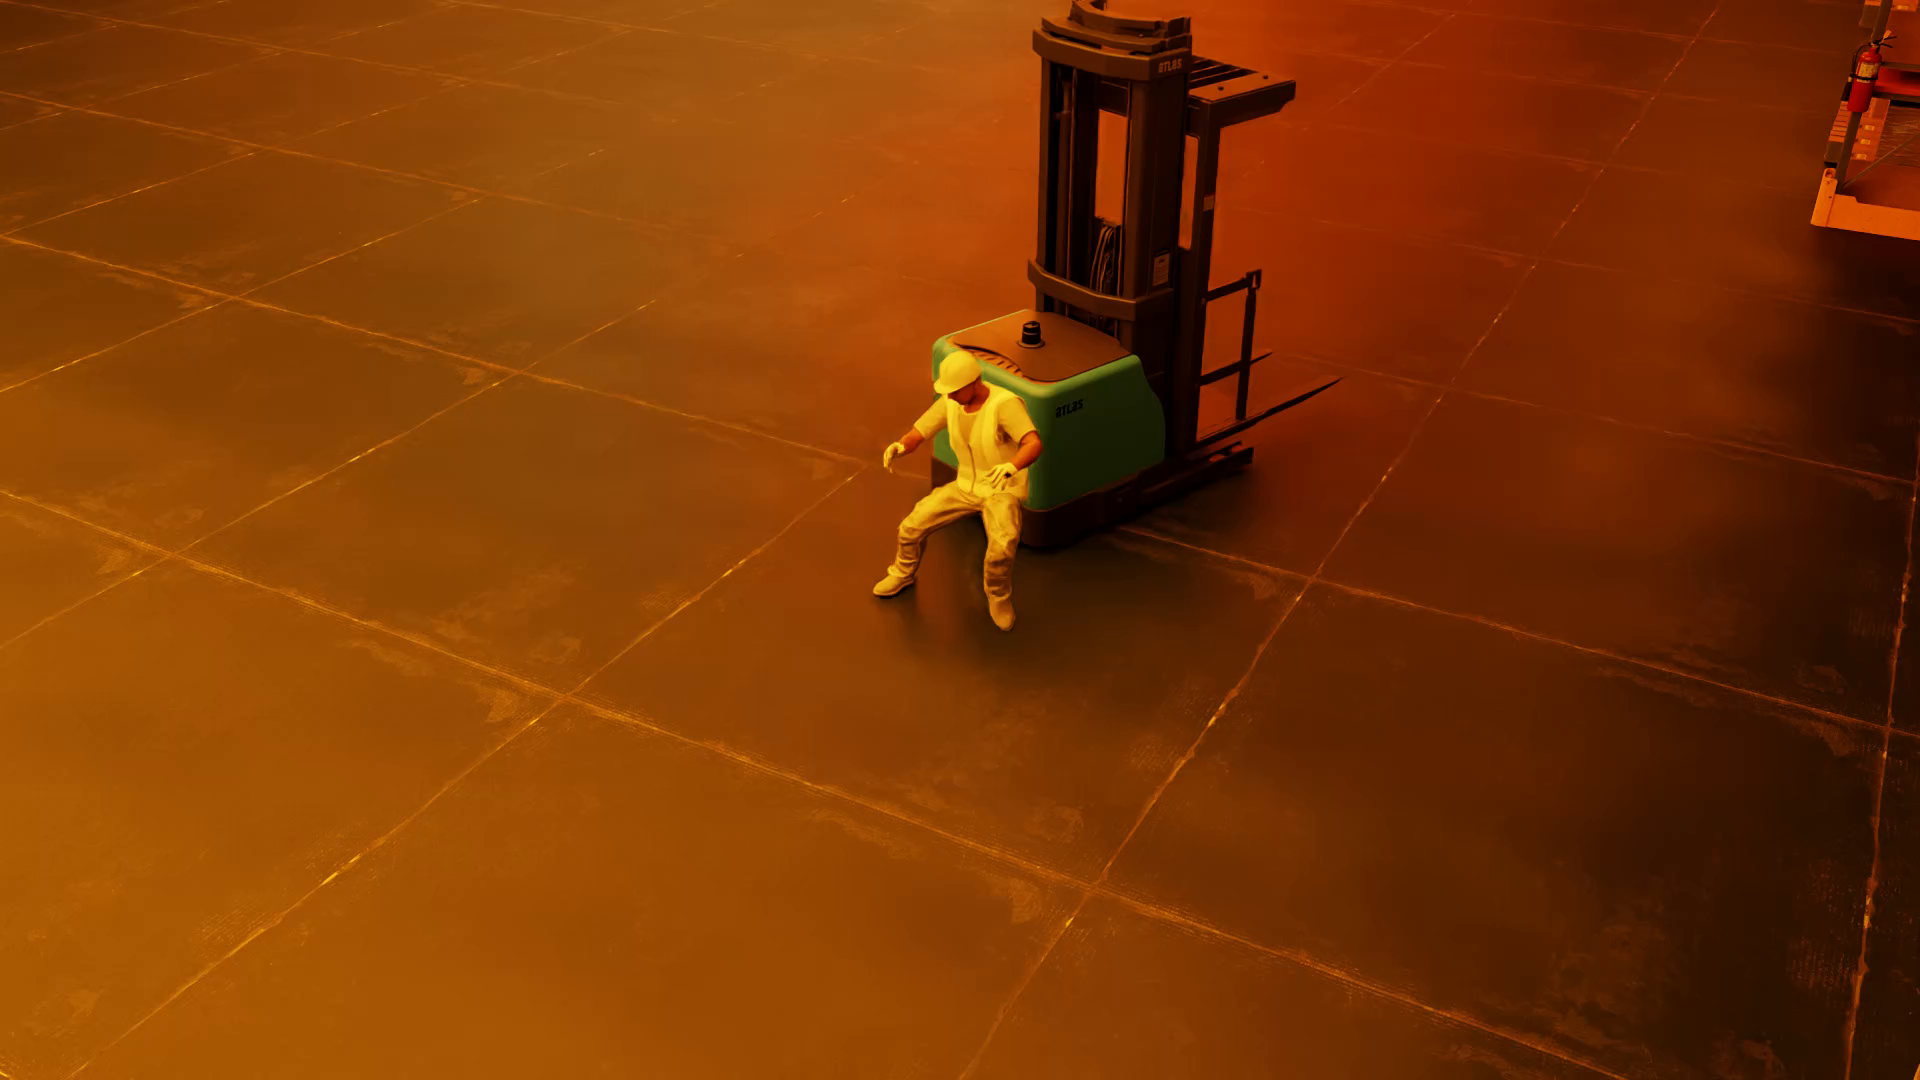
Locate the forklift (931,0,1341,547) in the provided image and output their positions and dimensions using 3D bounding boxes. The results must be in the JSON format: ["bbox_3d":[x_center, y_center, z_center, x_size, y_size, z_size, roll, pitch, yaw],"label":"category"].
[{"bbox_3d":[1.268,-1.834,10.249,3.031,2.935,1.130,-23,37,-34],"label":"forklift"}]

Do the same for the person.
[{"bbox_3d":[-0.006,-0.259,8.930,1.011,1.527,0.795,25,38,36],"label":"person"}]
